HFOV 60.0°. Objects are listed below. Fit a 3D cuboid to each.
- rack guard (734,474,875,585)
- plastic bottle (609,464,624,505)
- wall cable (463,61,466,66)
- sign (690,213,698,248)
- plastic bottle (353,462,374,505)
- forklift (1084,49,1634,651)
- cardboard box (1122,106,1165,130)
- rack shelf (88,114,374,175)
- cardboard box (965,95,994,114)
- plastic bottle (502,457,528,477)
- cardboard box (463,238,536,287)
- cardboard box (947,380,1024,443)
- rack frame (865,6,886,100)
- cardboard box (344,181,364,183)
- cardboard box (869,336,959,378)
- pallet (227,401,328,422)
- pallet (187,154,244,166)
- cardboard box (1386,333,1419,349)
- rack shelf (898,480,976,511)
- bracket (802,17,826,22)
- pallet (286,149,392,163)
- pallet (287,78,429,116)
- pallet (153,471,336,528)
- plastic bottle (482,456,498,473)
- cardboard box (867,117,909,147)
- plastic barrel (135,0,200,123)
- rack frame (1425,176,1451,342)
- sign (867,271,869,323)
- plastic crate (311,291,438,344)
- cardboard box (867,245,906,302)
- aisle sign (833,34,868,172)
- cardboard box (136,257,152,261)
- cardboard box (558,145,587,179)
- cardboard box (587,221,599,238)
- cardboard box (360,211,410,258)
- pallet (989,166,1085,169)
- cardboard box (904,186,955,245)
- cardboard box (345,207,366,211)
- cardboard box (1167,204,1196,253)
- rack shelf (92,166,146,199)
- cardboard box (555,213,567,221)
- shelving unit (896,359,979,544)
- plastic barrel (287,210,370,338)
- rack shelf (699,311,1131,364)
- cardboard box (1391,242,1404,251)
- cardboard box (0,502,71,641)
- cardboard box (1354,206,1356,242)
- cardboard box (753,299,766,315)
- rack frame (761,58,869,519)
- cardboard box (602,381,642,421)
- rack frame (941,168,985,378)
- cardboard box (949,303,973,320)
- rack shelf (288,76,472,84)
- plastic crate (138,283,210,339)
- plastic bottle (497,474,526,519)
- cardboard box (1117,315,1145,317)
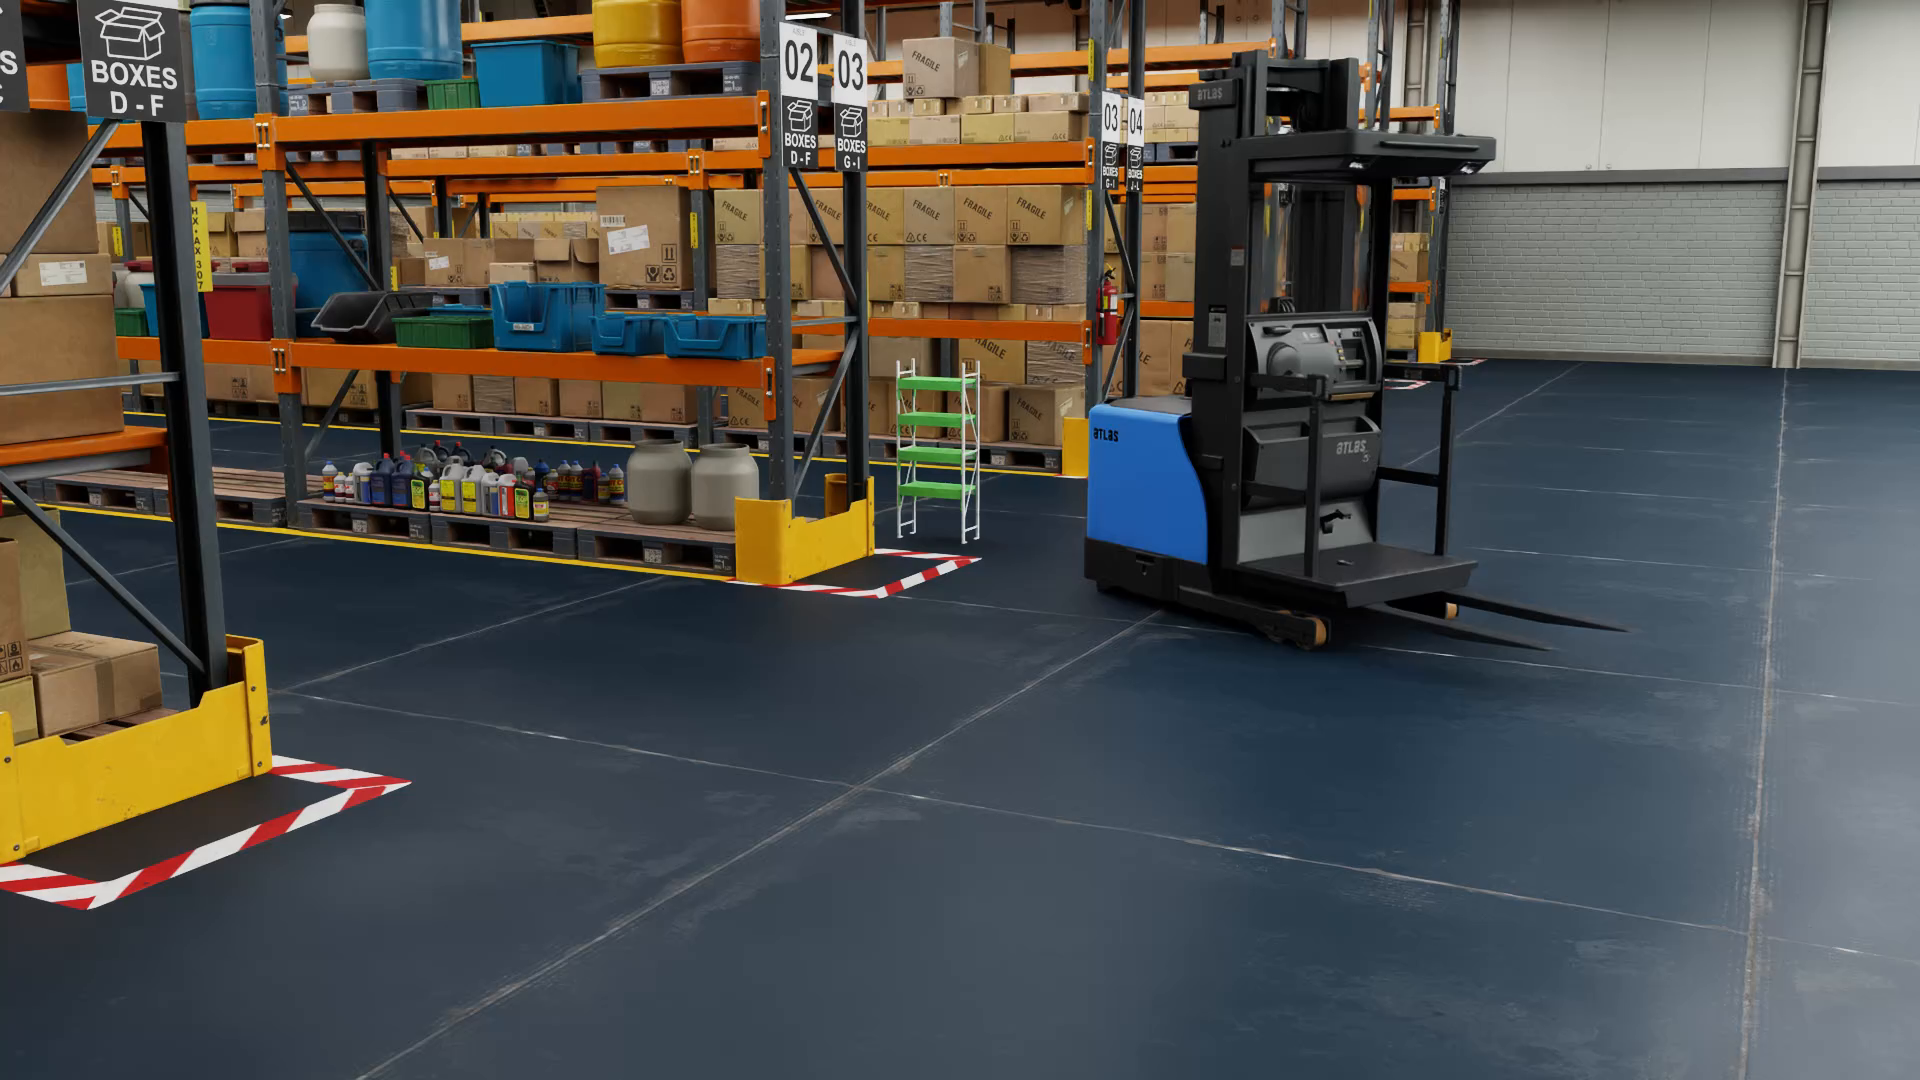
[{"bbox_3d":[-0.943,-0.082,10.282,0.348,0.500,1.175,5,11,26],"label":"rack guard"},{"bbox_3d":[-2.342,-0.381,11.336,0.097,0.271,0.097,0,10,0],"label":"plastic bottle"},{"bbox_3d":[-10.928,-12.080,37.089,0.133,3.039,2.988,5,11,26],"label":"wall cable"},{"bbox_3d":[-2.492,-2.901,15.585,0.005,0.325,0.100,5,11,26],"label":"sign"},{"bbox_3d":[-4.047,-0.389,11.370,0.135,0.276,0.152,5,12,28],"label":"plastic bottle"},{"bbox_3d":[1.978,-0.996,8.502,1.130,2.935,3.031,-7,12,-35],"label":"forklift"},{"bbox_3d":[2.163,-4.767,18.849,0.500,0.250,0.500,5,11,25],"label":"cardboard box"},{"bbox_3d":[-6.234,-2.909,12.477,4.000,0.370,1.077,5,11,26],"label":"rack shelf"},{"bbox_3d":[0.240,-3.735,14.322,0.250,0.149,0.380,5,11,26],"label":"cardboard box"},{"bbox_3d":[-3.130,-0.447,11.688,0.135,0.276,0.152,5,12,27],"label":"plastic bottle"},{"bbox_3d":[-4.790,-2.927,17.520,0.500,0.500,0.700,7,12,34],"label":"cardboard box"},{"bbox_3d":[0.234,-1.175,15.140,0.500,0.500,0.500,9,14,41],"label":"cardboard box"},{"bbox_3d":[-1.451,-7.270,26.132,0.127,3.000,1.000,5,11,26],"label":"rack frame"},{"bbox_3d":[-8.596,-5.314,24.166,0.500,0.250,0.500,5,11,25],"label":"cardboard box"},{"bbox_3d":[-0.560,-2.339,20.866,0.750,0.750,1.050,5,11,26],"label":"cardboard box"},{"bbox_3d":[-7.600,-1.534,19.112,1.213,0.211,1.003,5,11,26],"label":"pallet"},{"bbox_3d":[-8.579,-4.368,19.057,1.217,0.209,0.805,5,11,24],"label":"pallet"},{"bbox_3d":[7.355,-3.321,27.698,0.500,0.250,0.500,5,11,26],"label":"cardboard box"},{"bbox_3d":[-0.148,-0.304,11.250,0.480,0.148,0.258,5,11,26],"label":"rack shelf"},{"bbox_3d":[-2.856,-10.259,32.539,0.430,0.232,0.235,5,11,26],"label":"bracket"},{"bbox_3d":[-6.437,-4.161,17.905,1.003,0.211,1.213,6,12,28],"label":"pallet"},{"bbox_3d":[-3.750,-2.971,11.331,1.003,0.211,1.213,5,11,26],"label":"pallet"},{"bbox_3d":[-5.162,-0.313,12.365,1.213,0.211,1.003,5,11,26],"label":"pallet"},{"bbox_3d":[-3.296,-0.445,11.660,0.133,0.283,0.061,5,11,26],"label":"plastic bottle"},{"bbox_3d":[-0.565,-3.624,14.830,0.500,0.250,0.500,5,11,25],"label":"cardboard box"},{"bbox_3d":[-5.579,-3.409,11.812,0.600,0.901,0.600,0,10,0],"label":"plastic barrel"},{"bbox_3d":[7.916,-4.481,27.565,0.127,3.000,1.000,5,11,26],"label":"rack frame"},{"bbox_3d":[-0.606,-1.538,10.526,0.005,0.325,0.100,5,11,26],"label":"sign"},{"bbox_3d":[-4.028,-1.537,11.474,0.504,0.338,0.767,5,11,26],"label":"plastic crate"},{"bbox_3d":[-0.517,-2.456,15.262,0.500,0.500,0.875,5,11,26],"label":"cardboard box"},{"bbox_3d":[-0.659,-2.634,10.063,0.004,0.787,0.394,5,11,26],"label":"aisle sign"},{"bbox_3d":[-9.122,-3.024,19.233,0.500,0.500,0.500,5,11,26],"label":"cardboard box"},{"bbox_3d":[-5.076,-5.127,22.430,0.500,0.500,0.500,5,11,26],"label":"cardboard box"},{"bbox_3d":[-6.035,-5.209,28.500,0.500,0.500,0.500,5,11,25],"label":"cardboard box"},{"bbox_3d":[-6.485,-3.338,18.156,0.637,0.503,0.797,5,12,28],"label":"cardboard box"},{"bbox_3d":[0.765,-4.571,19.888,1.213,0.211,1.003,5,11,26],"label":"pallet"},{"bbox_3d":[-0.163,-2.875,14.768,0.500,0.500,0.500,5,11,26],"label":"cardboard box"},{"bbox_3d":[-8.598,-4.599,24.293,0.500,0.500,0.500,5,12,27],"label":"cardboard box"},{"bbox_3d":[2.774,-3.558,19.015,0.550,0.550,0.875,5,11,26],"label":"cardboard box"},{"bbox_3d":[-11.217,-4.330,20.331,4.000,0.370,1.077,5,11,26],"label":"rack shelf"},{"bbox_3d":[-6.801,-5.595,28.812,0.250,0.149,0.380,5,11,26],"label":"cardboard box"},{"bbox_3d":[-0.148,-0.603,11.195,0.503,1.200,0.258,5,11,26],"label":"shelving unit"},{"bbox_3d":[-4.653,-1.955,12.200,0.708,0.901,0.600,5,11,26],"label":"plastic barrel"},{"bbox_3d":[-0.456,-1.909,15.373,4.000,0.370,1.077,5,11,26],"label":"rack shelf"},{"bbox_3d":[7.239,-4.847,27.487,0.250,0.149,0.380,5,12,27],"label":"cardboard box"},{"bbox_3d":[-3.880,0.137,6.484,0.500,0.500,0.500,5,11,26],"label":"cardboard box"},{"bbox_3d":[5.168,-4.381,23.089,0.500,0.500,0.700,5,11,24],"label":"cardboard box"},{"bbox_3d":[-1.735,-2.195,15.638,0.250,0.149,0.380,5,11,26],"label":"cardboard box"},{"bbox_3d":[-0.854,-1.314,10.067,0.127,3.000,1.000,5,11,26],"label":"rack frame"},{"bbox_3d":[-3.210,-1.499,16.874,0.500,0.500,0.700,5,11,25],"label":"cardboard box"},{"bbox_3d":[0.036,-3.204,20.513,0.127,3.000,1.000,5,11,26],"label":"rack frame"},{"bbox_3d":[0.097,-2.051,14.843,0.250,0.149,0.380,5,11,26],"label":"cardboard box"},{"bbox_3d":[-8.932,-6.589,24.397,4.000,0.370,1.077,5,11,26],"label":"rack shelf"},{"bbox_3d":[-5.568,-1.659,12.016,0.575,0.384,0.392,5,11,26],"label":"plastic crate"},{"bbox_3d":[-2.908,-0.289,10.817,0.135,0.276,0.152,5,11,26],"label":"plastic bottle"},{"bbox_3d":[2.545,-3.136,24.570,0.500,0.500,0.500,6,12,29],"label":"cardboard box"}]
